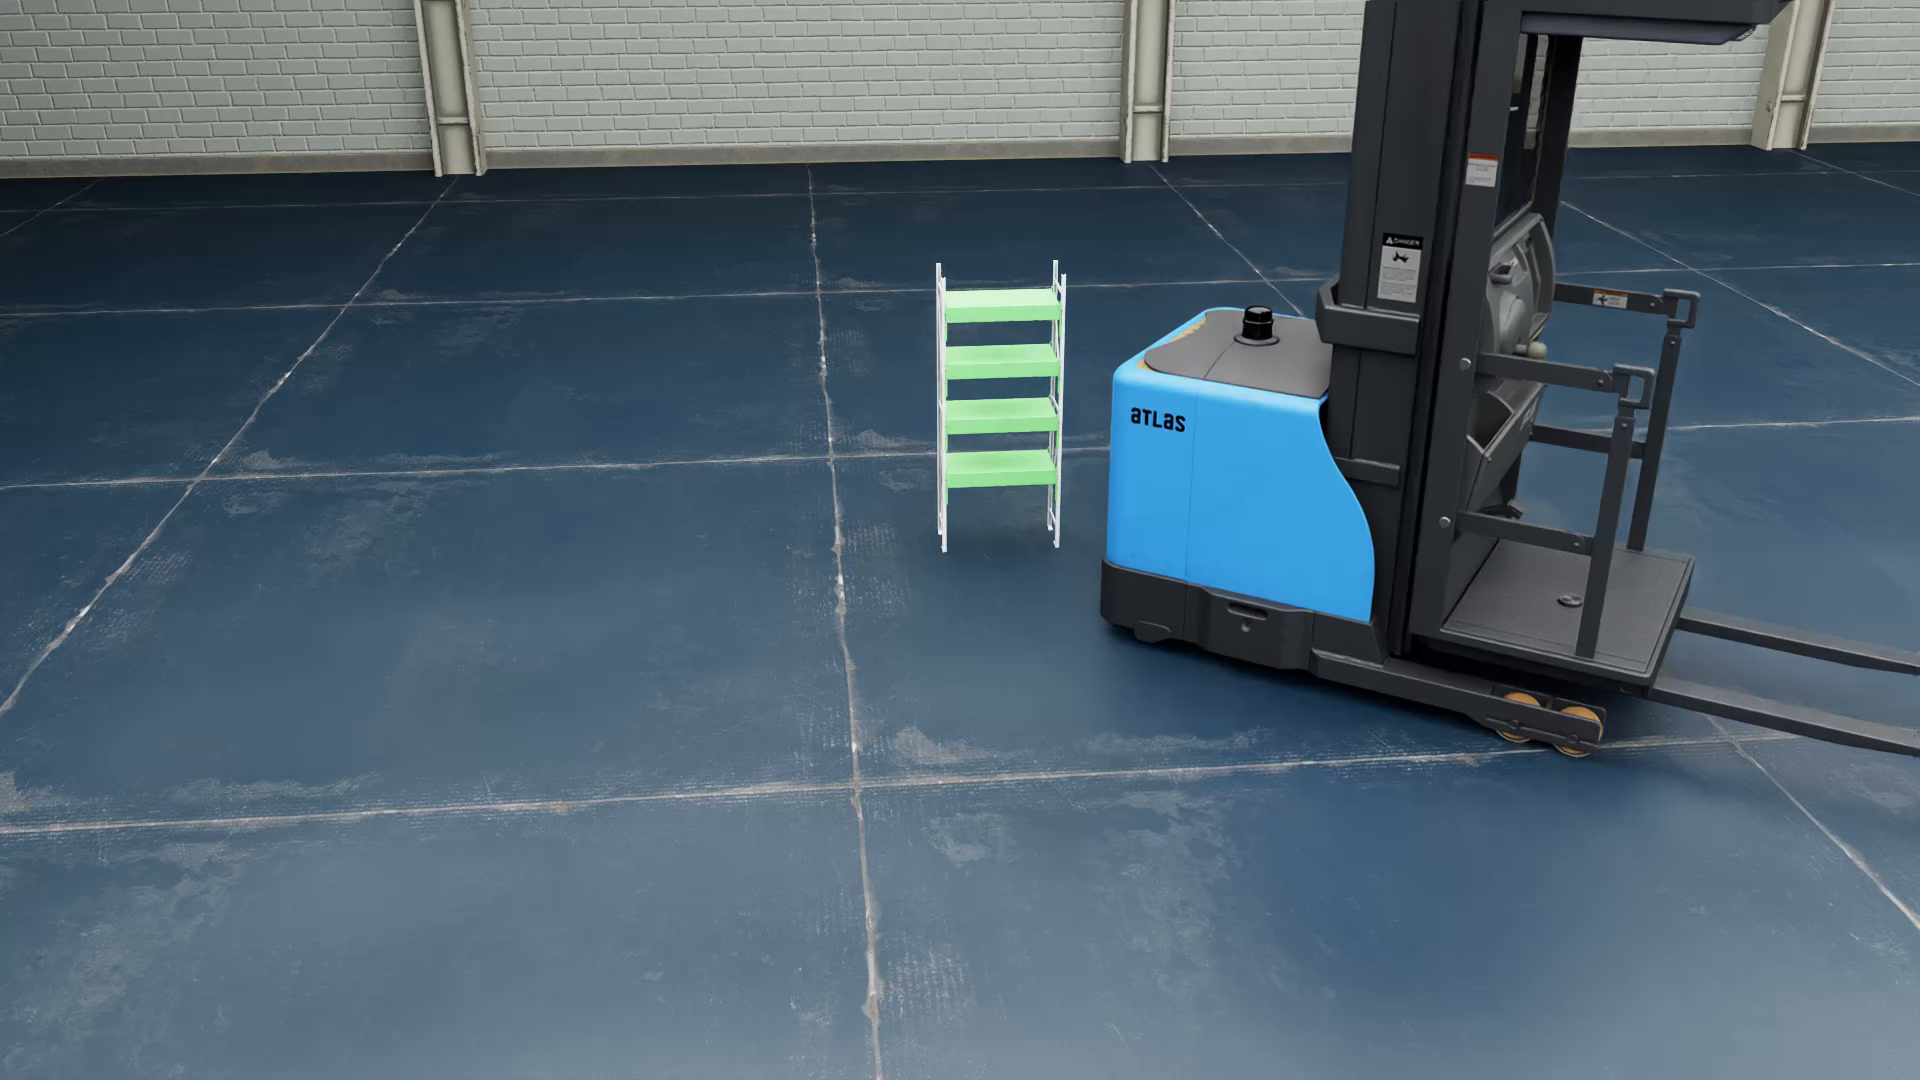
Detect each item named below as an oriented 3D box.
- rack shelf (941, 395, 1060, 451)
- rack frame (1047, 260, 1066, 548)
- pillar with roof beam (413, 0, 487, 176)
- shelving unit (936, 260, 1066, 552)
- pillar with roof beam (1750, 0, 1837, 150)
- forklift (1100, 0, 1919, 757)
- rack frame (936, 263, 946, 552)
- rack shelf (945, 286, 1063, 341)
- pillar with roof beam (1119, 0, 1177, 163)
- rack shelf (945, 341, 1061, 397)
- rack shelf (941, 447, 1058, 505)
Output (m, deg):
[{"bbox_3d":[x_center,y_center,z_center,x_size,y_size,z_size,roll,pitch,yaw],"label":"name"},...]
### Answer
[{"bbox_3d":[0.165,-0.496,7.047,0.480,0.148,0.258,-2,24,-5],"label":"rack shelf"},{"bbox_3d":[0.408,-0.565,7.043,0.015,1.200,0.240,-2,24,-5],"label":"rack frame"},{"bbox_3d":[-3.899,-5.562,8.685,0.400,9.000,9.100,-2,24,-5],"label":"pillar with roof beam"},{"bbox_3d":[0.165,-0.555,7.021,0.503,1.200,0.258,-2,24,-5],"label":"shelving unit"},{"bbox_3d":[8.043,-6.041,9.763,0.400,9.000,9.100,-2,24,-5],"label":"pillar with roof beam"},{"bbox_3d":[2.079,-0.855,5.564,3.031,2.935,1.130,13,27,27],"label":"forklift"},{"bbox_3d":[-0.078,-0.545,6.999,0.015,1.200,0.240,-2,24,-5],"label":"rack frame"},{"bbox_3d":[0.165,-0.935,6.852,0.480,0.148,0.258,-2,24,-5],"label":"rack shelf"},{"bbox_3d":[2.072,-5.802,9.224,0.400,9.000,9.100,-2,24,-5],"label":"pillar with roof beam"},{"bbox_3d":[0.165,-0.716,6.950,0.480,0.148,0.258,-2,24,-5],"label":"rack shelf"},{"bbox_3d":[0.165,-0.277,7.145,0.480,0.148,0.258,-2,24,-5],"label":"rack shelf"}]
